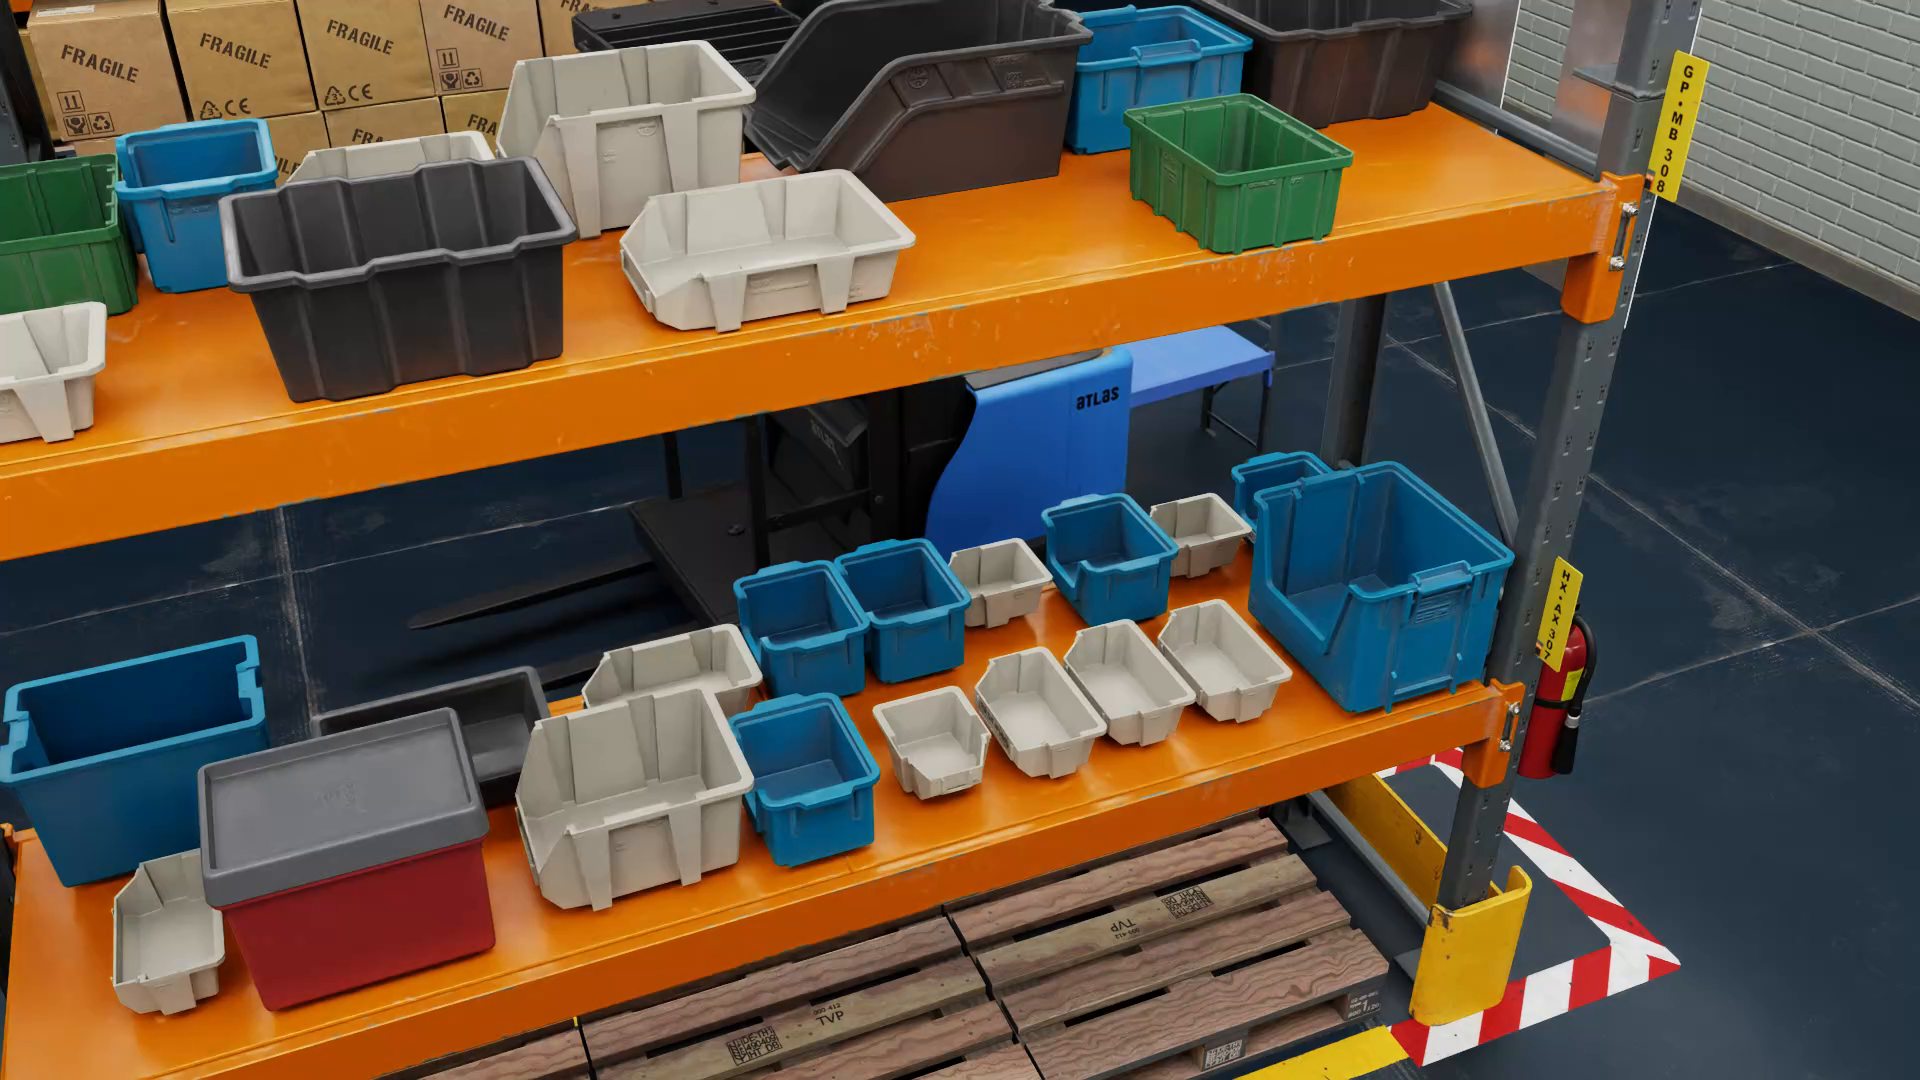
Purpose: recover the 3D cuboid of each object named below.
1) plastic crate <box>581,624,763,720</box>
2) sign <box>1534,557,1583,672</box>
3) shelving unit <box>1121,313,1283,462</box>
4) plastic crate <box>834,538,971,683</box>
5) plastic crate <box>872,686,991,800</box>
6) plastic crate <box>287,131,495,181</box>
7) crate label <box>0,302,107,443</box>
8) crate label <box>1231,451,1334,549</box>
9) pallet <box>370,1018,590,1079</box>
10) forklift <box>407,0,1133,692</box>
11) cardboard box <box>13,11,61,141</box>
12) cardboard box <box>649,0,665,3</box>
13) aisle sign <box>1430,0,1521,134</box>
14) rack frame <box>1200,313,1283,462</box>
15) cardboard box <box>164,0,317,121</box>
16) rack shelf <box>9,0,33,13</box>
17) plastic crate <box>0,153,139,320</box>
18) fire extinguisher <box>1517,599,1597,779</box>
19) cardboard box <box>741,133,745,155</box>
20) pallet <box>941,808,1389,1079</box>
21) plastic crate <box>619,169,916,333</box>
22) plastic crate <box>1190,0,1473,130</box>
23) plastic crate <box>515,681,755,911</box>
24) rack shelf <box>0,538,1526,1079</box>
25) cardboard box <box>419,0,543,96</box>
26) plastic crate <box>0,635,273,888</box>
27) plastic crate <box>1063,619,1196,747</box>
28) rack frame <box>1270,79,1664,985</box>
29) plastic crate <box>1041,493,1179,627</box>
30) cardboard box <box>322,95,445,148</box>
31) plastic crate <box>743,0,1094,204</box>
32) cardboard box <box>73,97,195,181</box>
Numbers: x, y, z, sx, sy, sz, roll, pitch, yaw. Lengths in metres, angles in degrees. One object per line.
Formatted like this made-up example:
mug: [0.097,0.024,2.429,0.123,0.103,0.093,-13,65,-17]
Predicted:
plastic crate: [-0.796,0.411,4.555,0.466,0.136,0.293,-13,35,-19]
sign: [1.631,0.205,4.536,0.005,0.325,0.100,-13,35,-19]
shelving unit: [0.940,-0.959,7.849,1.048,1.500,0.538,-17,37,-24]
plastic crate: [-0.166,0.209,4.776,0.300,0.233,0.416,-13,35,-19]
plastic crate: [-0.065,0.545,4.348,0.250,0.136,0.298,-13,35,-19]
plastic crate: [-1.260,-0.762,3.663,0.466,0.136,0.293,-13,35,-19]
crate label: [-1.722,-0.260,2.891,0.466,0.136,0.293,-13,35,-19]
crate label: [1.048,-0.069,5.204,0.303,0.233,0.416,-13,35,-19]
pallet: [-1.622,1.838,4.731,1.213,0.211,1.003,-13,35,-19]
forklift: [-0.791,-0.953,6.528,3.031,2.935,1.130,-17,37,-24]
cardboard box: [-6.669,-3.210,11.519,0.750,0.750,0.750,-12,35,-18]
cardboard box: [-1.280,-2.613,8.008,0.500,0.500,0.500,-12,35,-18]
aisle sign: [1.355,-1.254,4.544,0.004,0.787,0.394,-13,35,-19]
rack frame: [1.383,-1.095,8.058,0.032,1.500,0.500,-17,37,-24]
cardboard box: [-3.180,-2.175,7.335,0.500,0.500,0.500,-14,36,-20]
rack shelf: [-7.964,-3.414,10.906,4.000,0.370,1.077,-13,35,-19]
plastic crate: [-2.011,-0.566,3.313,0.662,0.188,0.450,-13,35,-19]
fire extinguisher: [1.718,0.385,4.820,0.183,0.674,0.296,-13,35,-19]
cardboard box: [-1.296,-2.191,8.275,0.500,0.500,0.500,-13,35,-19]
pallet: [0.628,1.323,5.523,1.213,0.211,1.003,-13,35,-19]
plastic crate: [-0.406,-0.586,3.391,0.530,0.136,0.437,-13,35,-19]
plastic crate: [0.940,-1.262,4.308,0.590,0.269,0.497,-13,35,-19]
plastic crate: [-0.806,0.639,4.071,0.530,0.282,0.437,-13,35,-19]
rack shelf: [-0.441,0.724,4.547,4.000,0.370,1.077,-13,35,-19]
cardboard box: [-2.230,-2.393,7.669,0.500,0.500,0.500,-12,35,-17]
plastic crate: [-1.987,0.556,4.105,0.575,0.384,0.392,-13,35,-19]
plastic crate: [0.449,0.402,4.568,0.243,0.136,0.396,-13,35,-19]
rack frame: [1.403,0.000,5.000,0.127,3.000,1.000,-13,35,-19]
plastic crate: [0.441,0.070,4.990,0.300,0.233,0.416,-13,35,-19]
cardboard box: [-2.691,-1.874,7.788,0.500,0.500,0.500,-13,35,-19]
plastic crate: [-0.112,-1.047,3.915,0.767,0.338,0.504,-13,35,-19]
cardboard box: [-3.624,-1.660,7.459,0.500,0.500,0.500,-12,35,-18]
